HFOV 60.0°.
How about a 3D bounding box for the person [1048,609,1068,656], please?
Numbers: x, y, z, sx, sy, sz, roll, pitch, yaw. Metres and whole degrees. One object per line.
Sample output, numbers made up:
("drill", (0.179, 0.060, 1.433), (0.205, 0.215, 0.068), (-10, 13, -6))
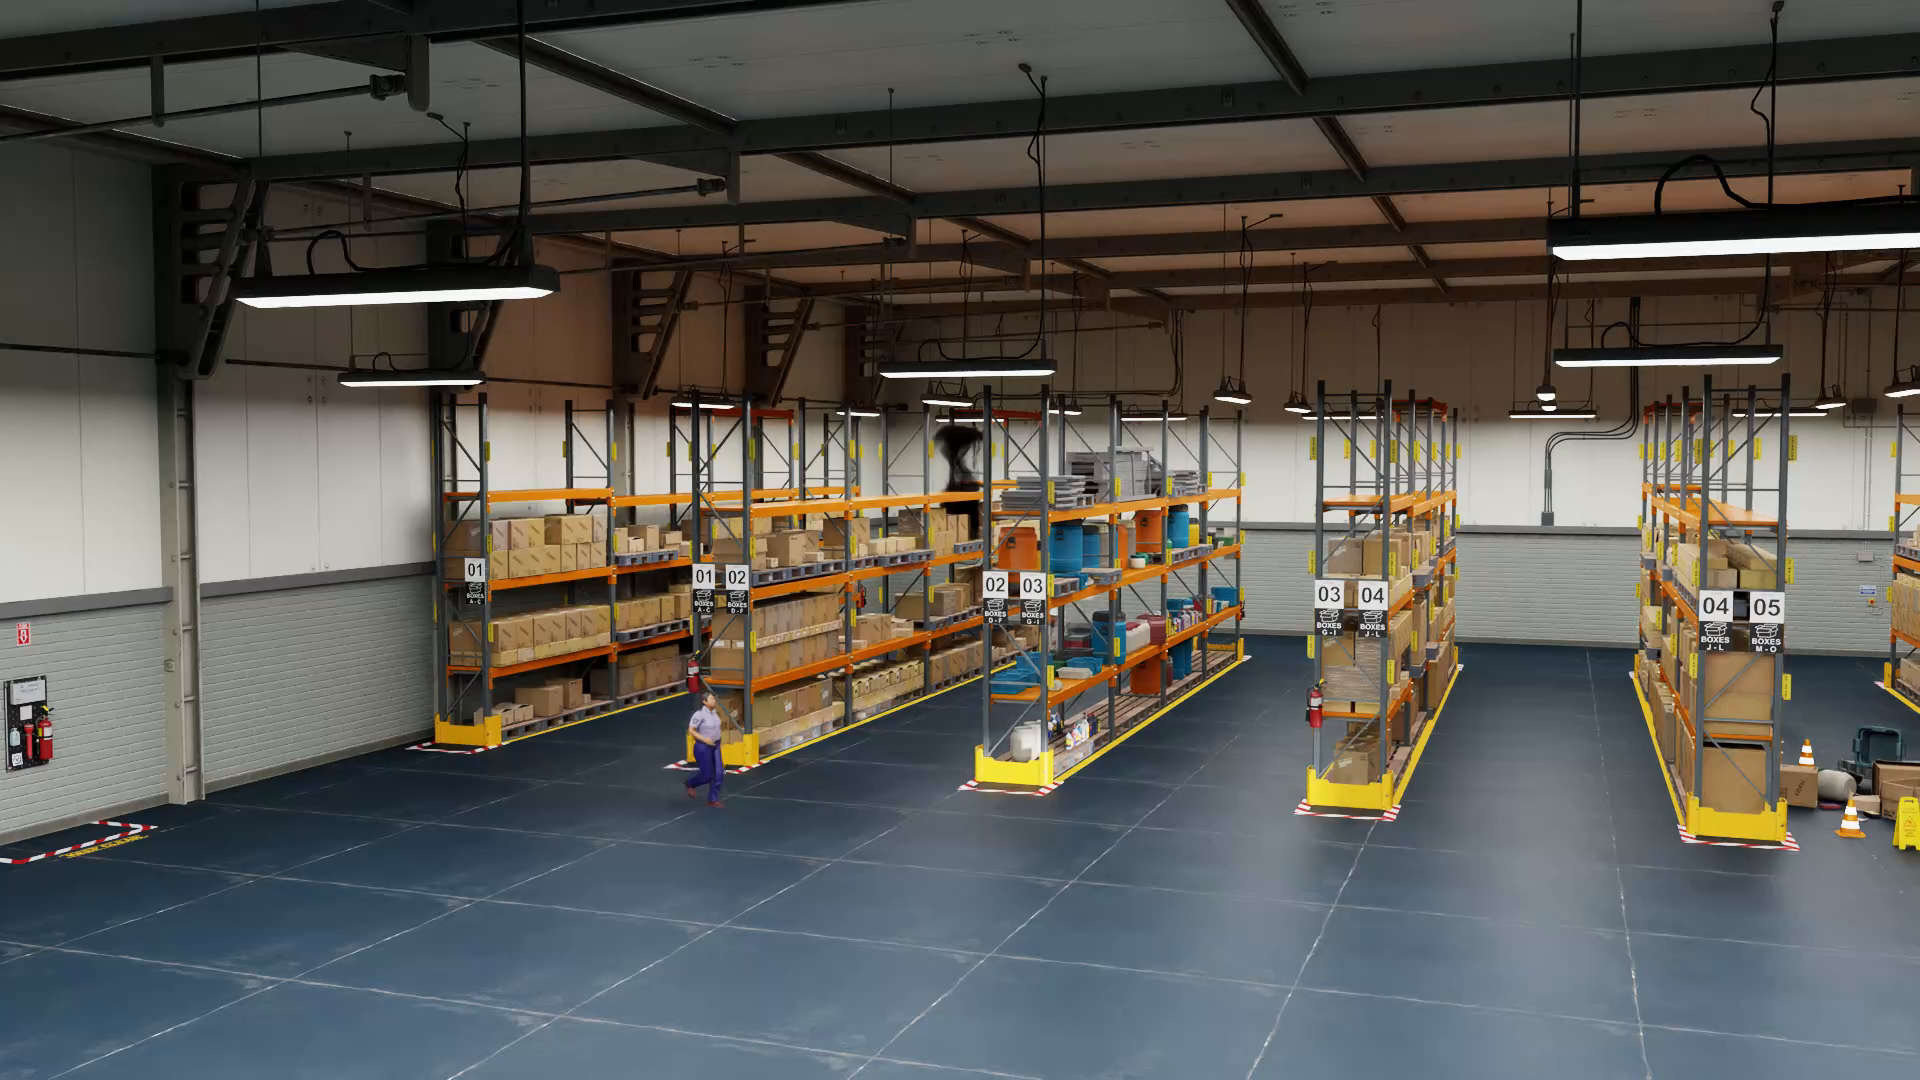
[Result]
("person", (2.006, 2.293, 35.255), (0.650, 1.706, 0.740), (1, 3, 18))

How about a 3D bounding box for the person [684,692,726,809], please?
("person", (-3.599, 2.959, 23.437), (0.666, 1.635, 0.602), (2, 4, 30))
